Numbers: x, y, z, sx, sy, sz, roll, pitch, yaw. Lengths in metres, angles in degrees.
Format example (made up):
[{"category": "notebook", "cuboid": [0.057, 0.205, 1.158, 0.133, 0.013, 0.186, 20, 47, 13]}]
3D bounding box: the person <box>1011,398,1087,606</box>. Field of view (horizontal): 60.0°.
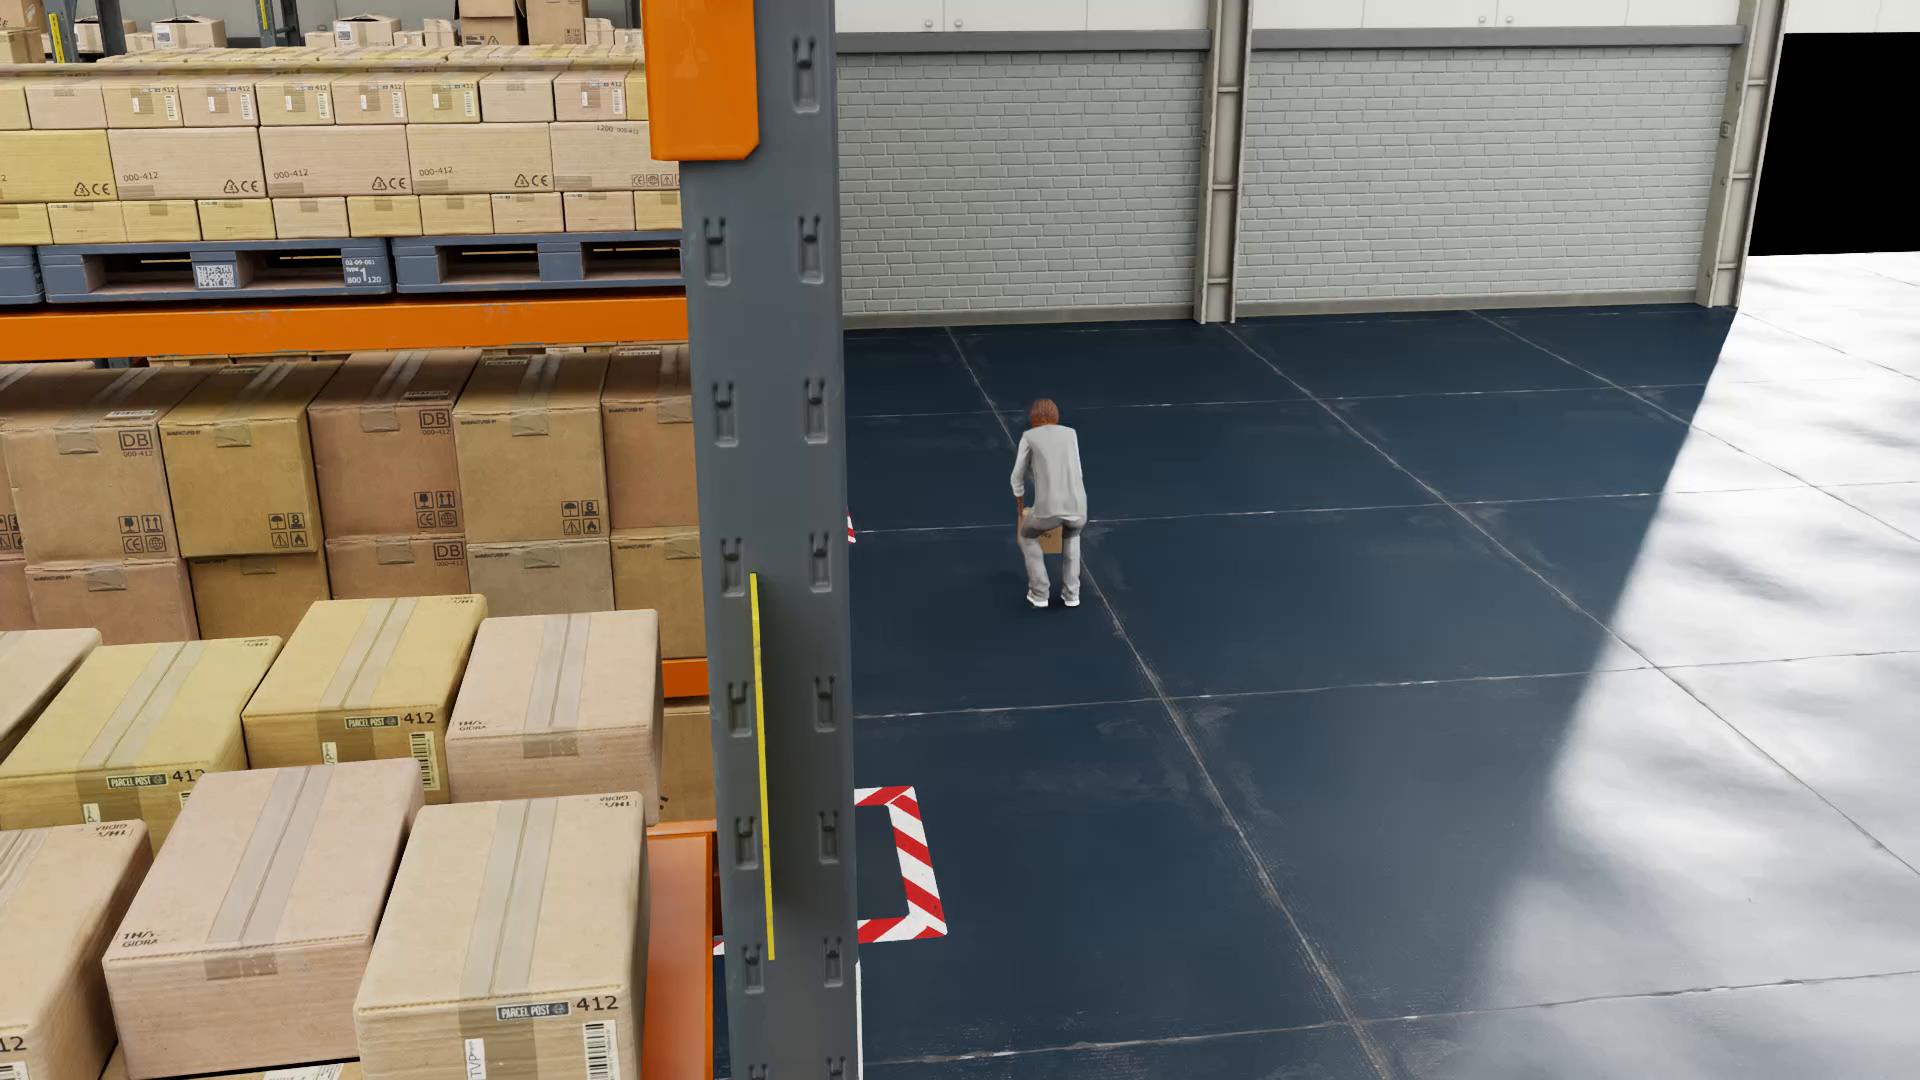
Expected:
[{"category": "person", "cuboid": [0.568, -0.206, 10.616, 0.463, 1.279, 0.654, -3, 20, -8]}]
